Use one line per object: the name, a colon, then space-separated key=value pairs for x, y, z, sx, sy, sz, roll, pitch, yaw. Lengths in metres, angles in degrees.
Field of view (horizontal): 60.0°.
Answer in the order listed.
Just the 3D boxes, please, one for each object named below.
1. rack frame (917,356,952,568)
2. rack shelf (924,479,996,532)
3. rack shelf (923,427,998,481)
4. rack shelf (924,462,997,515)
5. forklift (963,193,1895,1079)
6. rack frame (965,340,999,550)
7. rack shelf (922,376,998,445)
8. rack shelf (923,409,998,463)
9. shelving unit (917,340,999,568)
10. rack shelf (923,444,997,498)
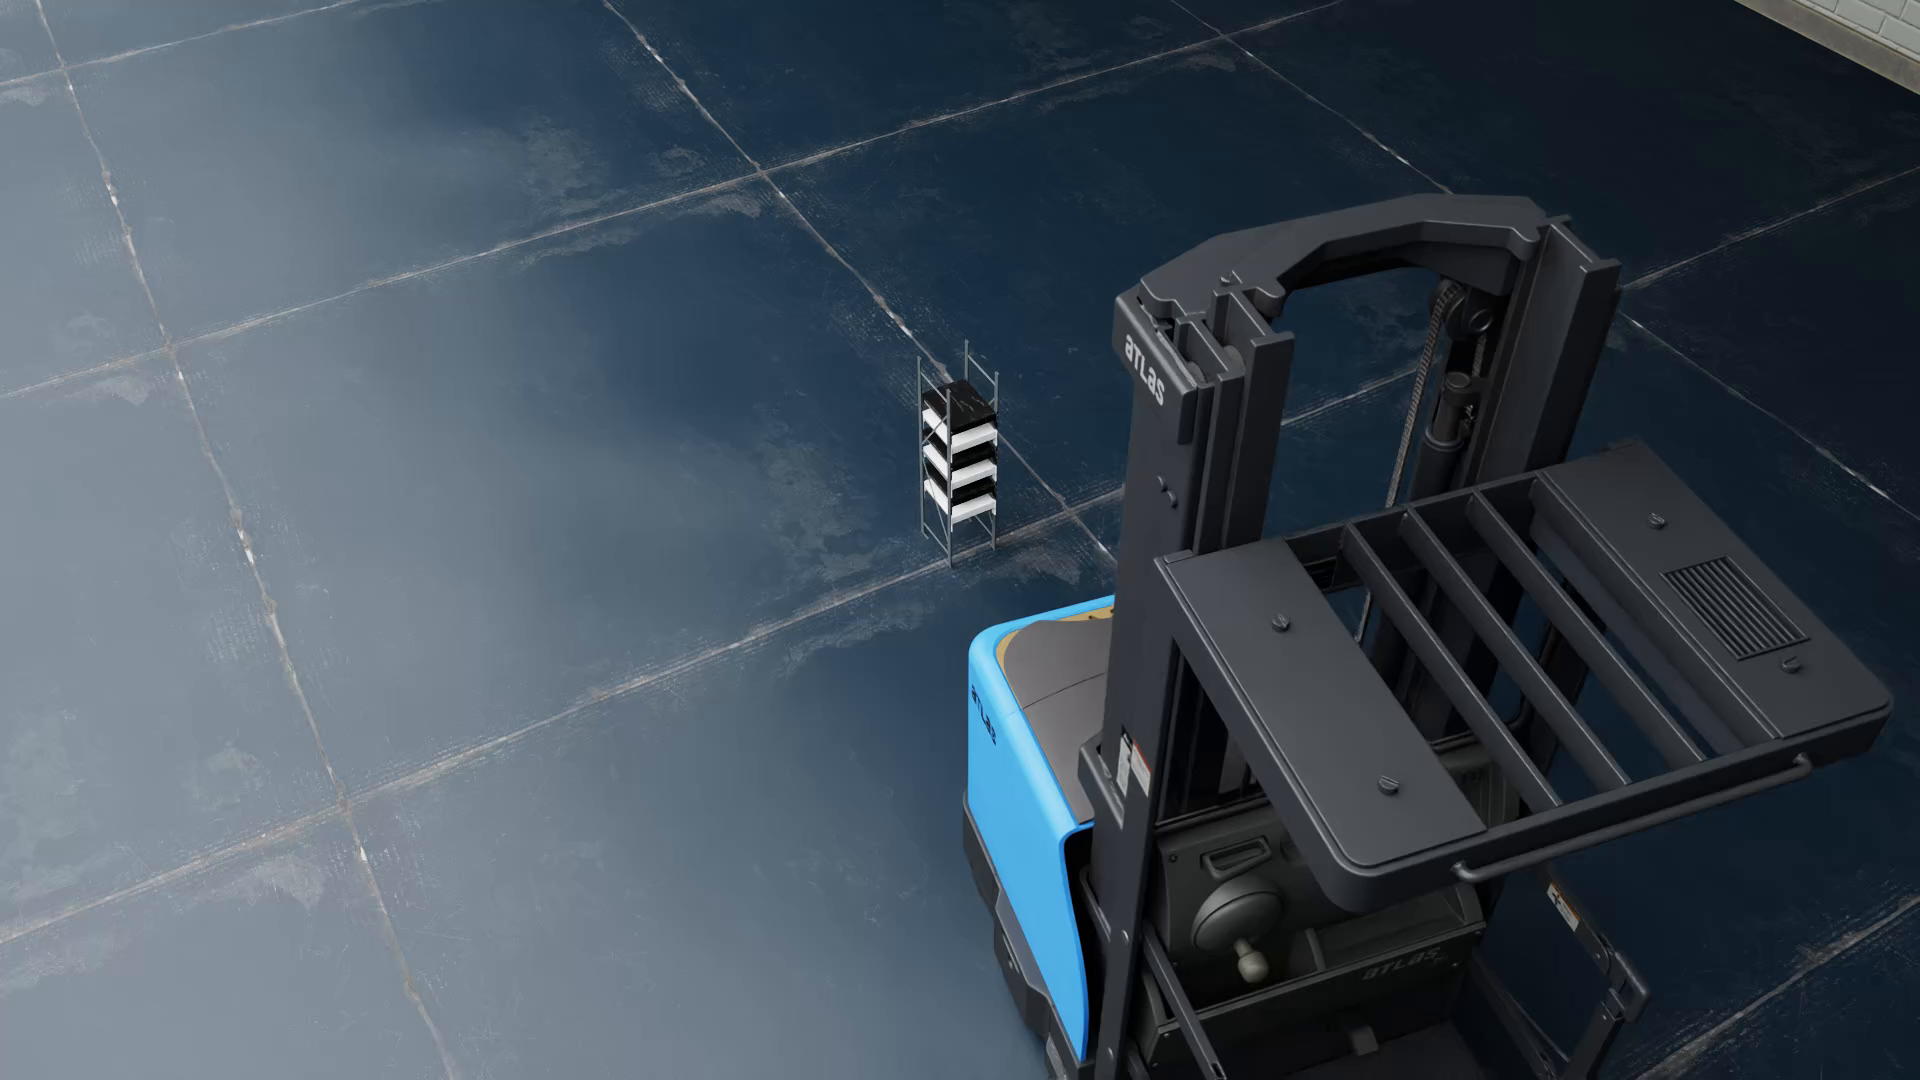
rack frame: x=-0.095 y=-0.285 z=6.397 sx=0.006 sy=0.900 sz=0.240 roll=-22 pitch=48 yaw=-21
rack shelf: x=-0.007 y=-0.167 z=6.582 sx=0.200 sy=0.077 sz=0.258 roll=-22 pitch=48 yaw=-21
rack shelf: x=-0.007 y=-0.361 z=6.394 sx=0.200 sy=0.077 sz=0.258 roll=-22 pitch=48 yaw=-21
rack shelf: x=-0.007 y=-0.232 z=6.520 sx=0.200 sy=0.077 sz=0.258 roll=-22 pitch=48 yaw=-21
forklift: x=0.977 y=0.848 z=3.772 sx=1.130 sy=2.935 sz=3.031 roll=-14 pitch=46 yaw=-14
rack frame: x=0.081 y=-0.355 z=6.470 sx=0.006 sy=0.900 sz=0.240 roll=-22 pitch=48 yaw=-21
rack shelf: x=-0.007 y=-0.490 z=6.269 sx=0.200 sy=0.077 sz=0.258 roll=-22 pitch=48 yaw=-21
rack shelf: x=-0.007 y=-0.425 z=6.332 sx=0.200 sy=0.077 sz=0.258 roll=-22 pitch=48 yaw=-21
shelving unit: x=-0.007 y=-0.320 z=6.434 sx=0.210 sy=0.900 sz=0.258 roll=-22 pitch=48 yaw=-21
rack shelf: x=-0.007 y=-0.296 z=6.457 sx=0.200 sy=0.077 sz=0.258 roll=-22 pitch=48 yaw=-21
